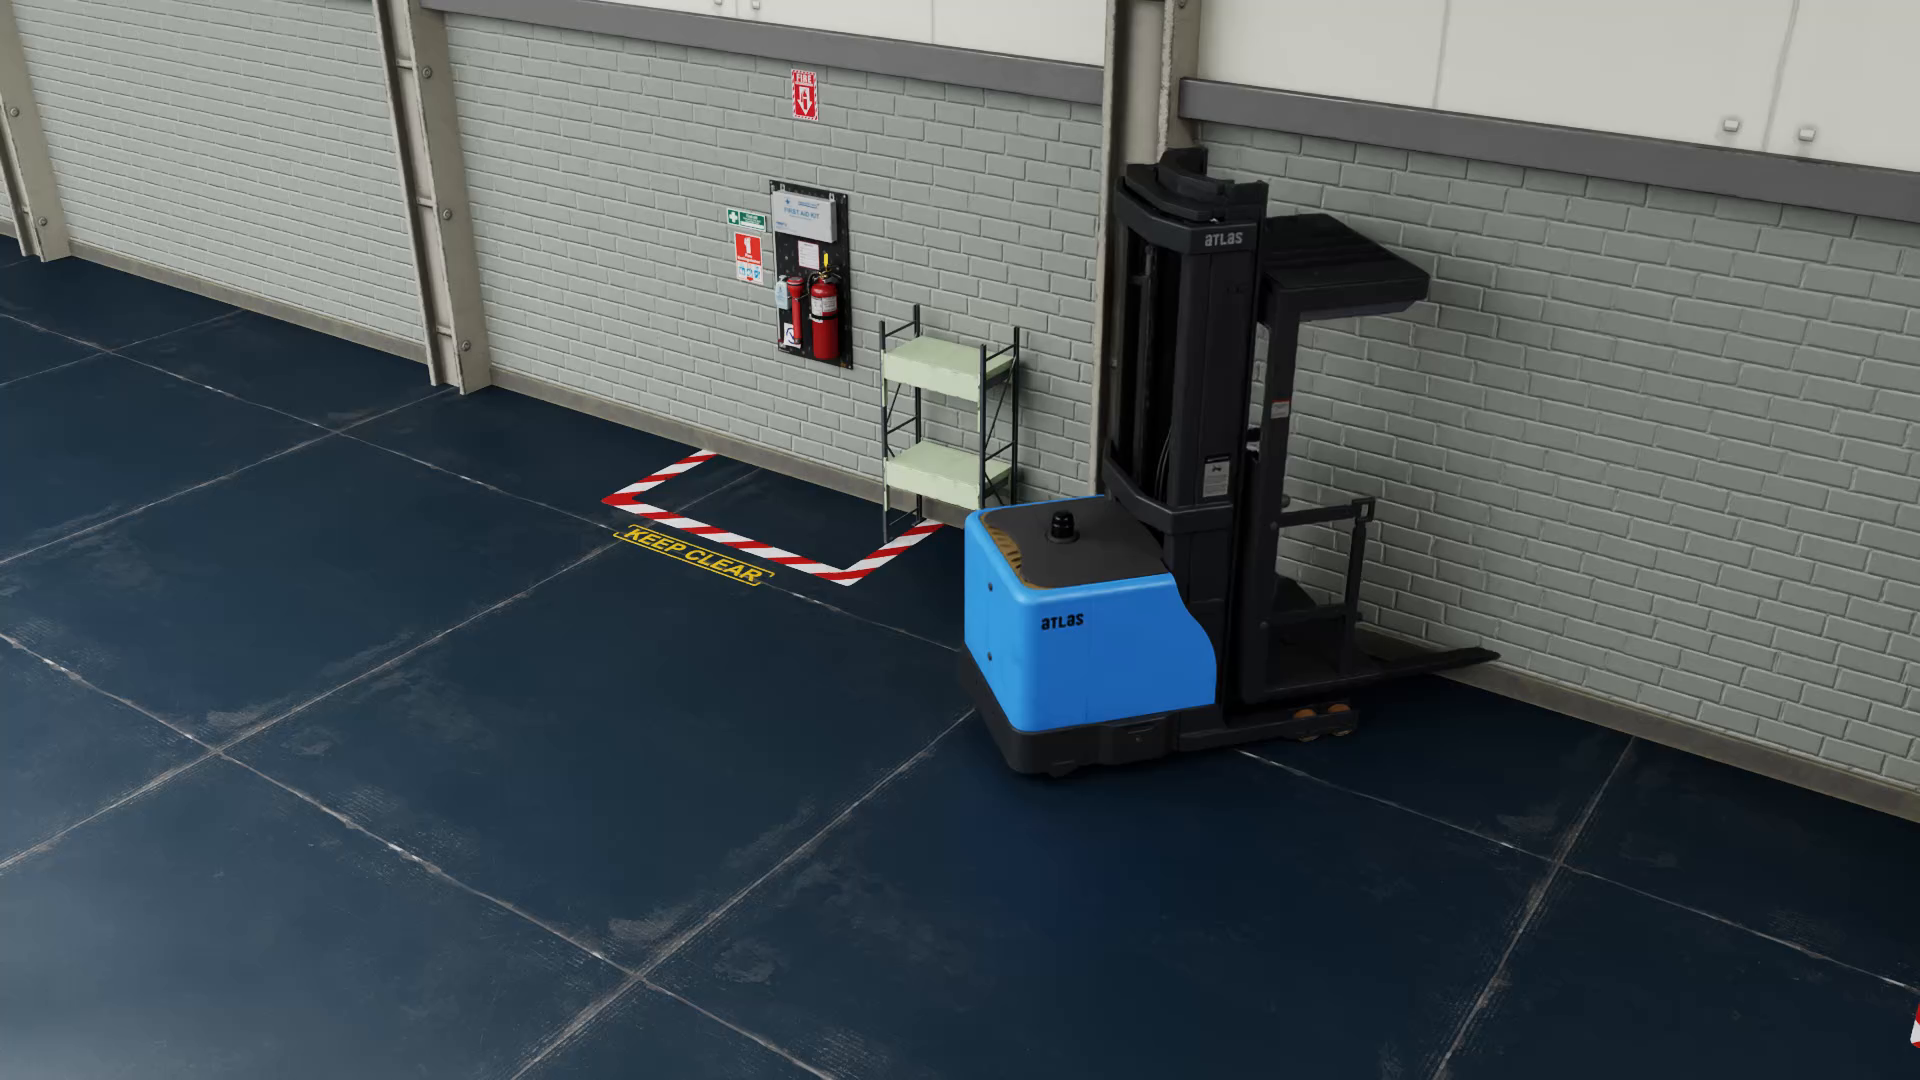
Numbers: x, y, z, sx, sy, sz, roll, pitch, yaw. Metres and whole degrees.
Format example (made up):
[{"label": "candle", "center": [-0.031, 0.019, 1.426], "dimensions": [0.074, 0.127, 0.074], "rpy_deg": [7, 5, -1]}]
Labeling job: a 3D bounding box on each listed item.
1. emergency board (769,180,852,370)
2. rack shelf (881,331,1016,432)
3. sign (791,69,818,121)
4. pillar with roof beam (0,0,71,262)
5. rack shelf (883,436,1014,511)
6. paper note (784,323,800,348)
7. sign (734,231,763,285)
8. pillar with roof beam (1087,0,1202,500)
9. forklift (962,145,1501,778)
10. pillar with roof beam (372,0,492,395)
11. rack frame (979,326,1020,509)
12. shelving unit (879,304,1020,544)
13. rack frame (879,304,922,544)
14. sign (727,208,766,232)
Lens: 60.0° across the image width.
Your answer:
[{"label": "emergency board", "center": [-1.013, -1.685, 10.754], "dimensions": [0.643, 1.169, 0.194], "rpy_deg": [17, 32, 30]}, {"label": "rack shelf", "center": [-0.066, -0.976, 10.153], "dimensions": [0.720, 0.370, 0.431], "rpy_deg": [17, 32, 30]}, {"label": "sign", "center": [-0.963, -2.757, 10.305], "dimensions": [0.199, 0.298, 0.001], "rpy_deg": [17, 32, 30]}, {"label": "pillar with roof beam", "center": [-11.326, -5.182, 11.010], "dimensions": [0.400, 9.000, 9.100], "rpy_deg": [17, 32, 30]}, {"label": "rack shelf", "center": [-0.066, -0.337, 10.478], "dimensions": [0.720, 0.370, 0.431], "rpy_deg": [17, 32, 30]}, {"label": "paper note", "center": [-1.120, -1.364, 11.093], "dimensions": [0.142, 0.148, 0.016], "rpy_deg": [17, 32, 30]}, {"label": "sign", "center": [-1.410, -1.881, 11.100], "dimensions": [0.234, 0.329, 0.001], "rpy_deg": [17, 32, 30]}, {"label": "pillar with roof beam", "center": [-1.435, -2.100, 4.955], "dimensions": [0.400, 9.000, 9.100], "rpy_deg": [17, 32, 30]}, {"label": "forklift", "center": [1.589, -0.477, 8.457], "dimensions": [3.031, 2.935, 1.130], "rpy_deg": [-7, 28, -14]}, {"label": "pillar with roof beam", "center": [-6.380, -3.641, 7.983], "dimensions": [0.400, 9.000, 9.100], "rpy_deg": [17, 32, 30]}, {"label": "rack frame", "center": [0.237, -0.535, 10.147], "dimensions": [0.023, 1.500, 0.400], "rpy_deg": [17, 32, 30]}, {"label": "shelving unit", "center": [-0.066, -0.628, 10.330], "dimensions": [0.755, 1.500, 0.431], "rpy_deg": [17, 32, 30]}, {"label": "rack frame", "center": [-0.369, -0.721, 10.512], "dimensions": [0.023, 1.500, 0.400], "rpy_deg": [17, 32, 30]}, {"label": "sign", "center": [-1.411, -2.113, 10.971], "dimensions": [0.331, 0.109, 0.001], "rpy_deg": [17, 32, 30]}]
